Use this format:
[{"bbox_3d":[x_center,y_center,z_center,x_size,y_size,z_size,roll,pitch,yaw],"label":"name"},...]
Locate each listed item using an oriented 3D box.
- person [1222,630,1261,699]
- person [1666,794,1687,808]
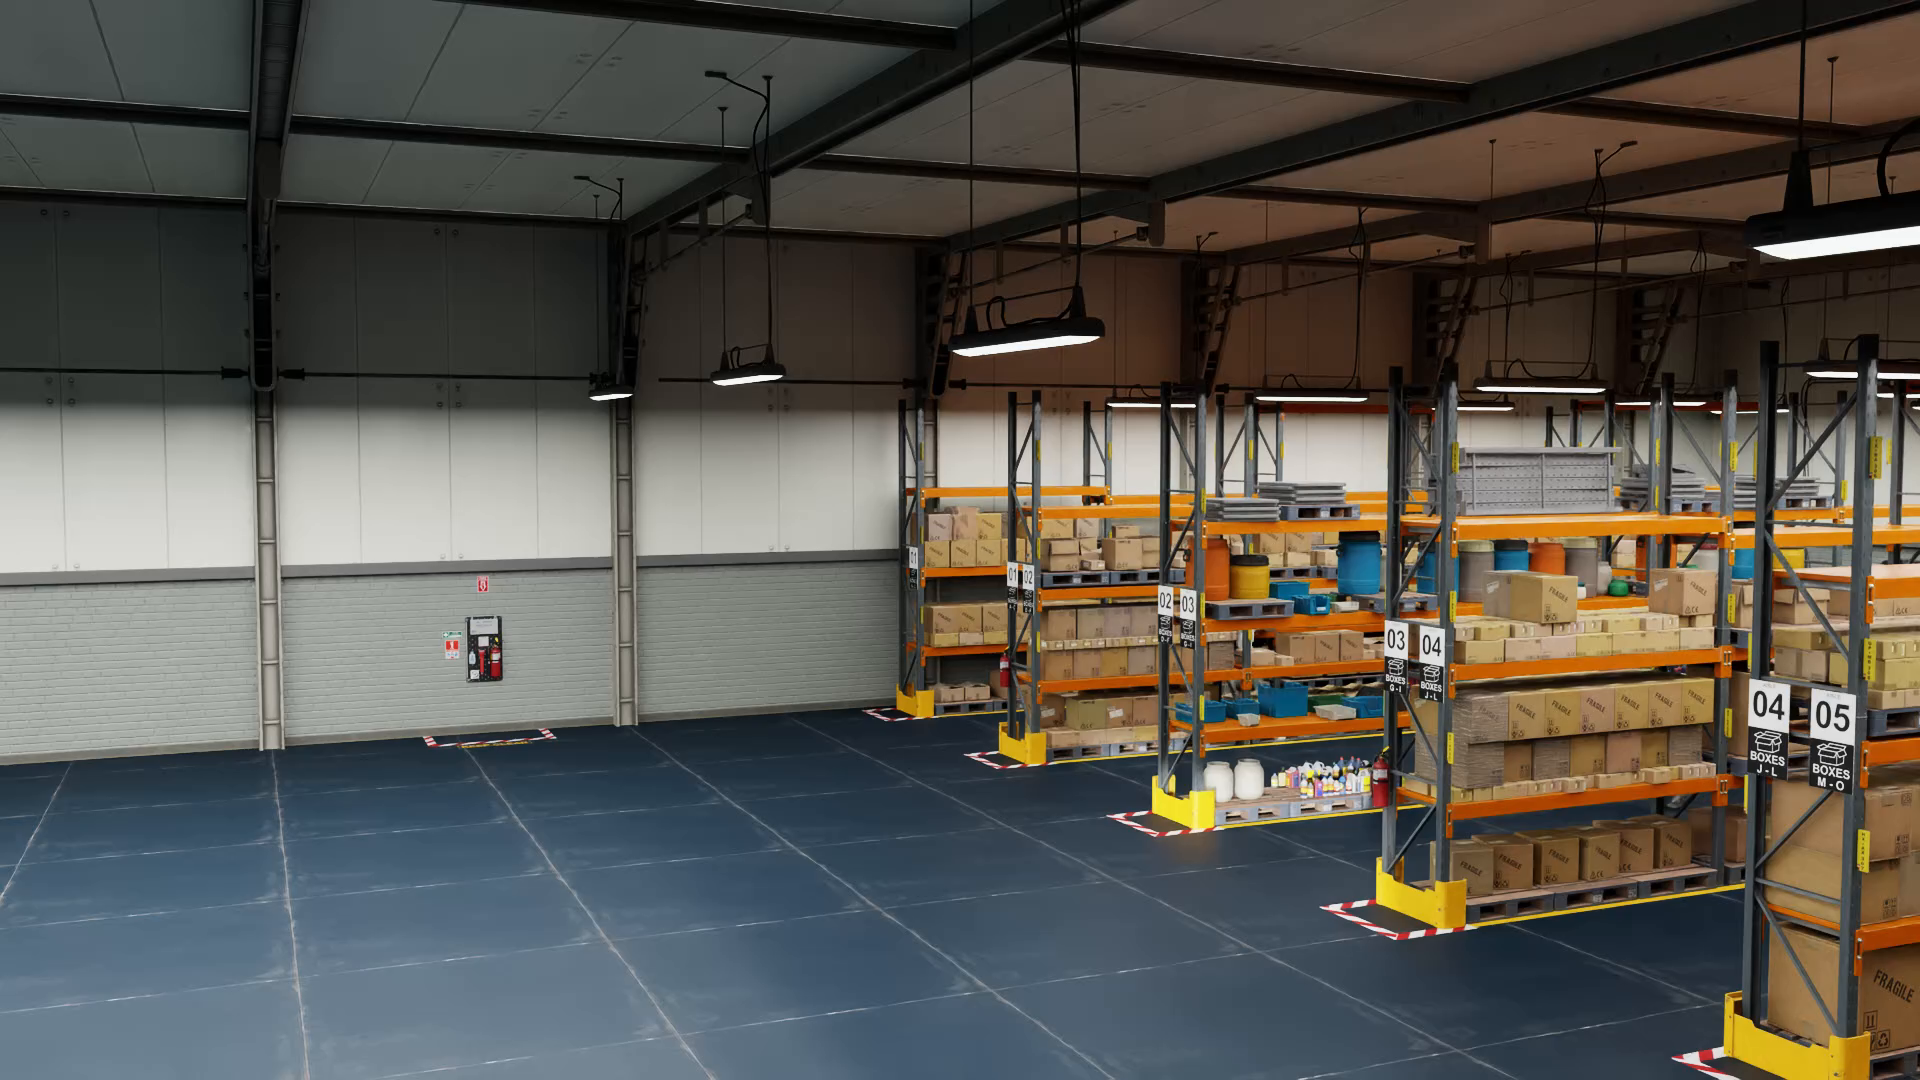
[{"bbox_3d":[5.556,2.346,32.950,1.102,1.714,0.640,-1,4,-23],"label":"person"},{"bbox_3d":[9.975,2.959,23.416,0.688,1.666,0.753,-1,3,-14],"label":"person"}]
